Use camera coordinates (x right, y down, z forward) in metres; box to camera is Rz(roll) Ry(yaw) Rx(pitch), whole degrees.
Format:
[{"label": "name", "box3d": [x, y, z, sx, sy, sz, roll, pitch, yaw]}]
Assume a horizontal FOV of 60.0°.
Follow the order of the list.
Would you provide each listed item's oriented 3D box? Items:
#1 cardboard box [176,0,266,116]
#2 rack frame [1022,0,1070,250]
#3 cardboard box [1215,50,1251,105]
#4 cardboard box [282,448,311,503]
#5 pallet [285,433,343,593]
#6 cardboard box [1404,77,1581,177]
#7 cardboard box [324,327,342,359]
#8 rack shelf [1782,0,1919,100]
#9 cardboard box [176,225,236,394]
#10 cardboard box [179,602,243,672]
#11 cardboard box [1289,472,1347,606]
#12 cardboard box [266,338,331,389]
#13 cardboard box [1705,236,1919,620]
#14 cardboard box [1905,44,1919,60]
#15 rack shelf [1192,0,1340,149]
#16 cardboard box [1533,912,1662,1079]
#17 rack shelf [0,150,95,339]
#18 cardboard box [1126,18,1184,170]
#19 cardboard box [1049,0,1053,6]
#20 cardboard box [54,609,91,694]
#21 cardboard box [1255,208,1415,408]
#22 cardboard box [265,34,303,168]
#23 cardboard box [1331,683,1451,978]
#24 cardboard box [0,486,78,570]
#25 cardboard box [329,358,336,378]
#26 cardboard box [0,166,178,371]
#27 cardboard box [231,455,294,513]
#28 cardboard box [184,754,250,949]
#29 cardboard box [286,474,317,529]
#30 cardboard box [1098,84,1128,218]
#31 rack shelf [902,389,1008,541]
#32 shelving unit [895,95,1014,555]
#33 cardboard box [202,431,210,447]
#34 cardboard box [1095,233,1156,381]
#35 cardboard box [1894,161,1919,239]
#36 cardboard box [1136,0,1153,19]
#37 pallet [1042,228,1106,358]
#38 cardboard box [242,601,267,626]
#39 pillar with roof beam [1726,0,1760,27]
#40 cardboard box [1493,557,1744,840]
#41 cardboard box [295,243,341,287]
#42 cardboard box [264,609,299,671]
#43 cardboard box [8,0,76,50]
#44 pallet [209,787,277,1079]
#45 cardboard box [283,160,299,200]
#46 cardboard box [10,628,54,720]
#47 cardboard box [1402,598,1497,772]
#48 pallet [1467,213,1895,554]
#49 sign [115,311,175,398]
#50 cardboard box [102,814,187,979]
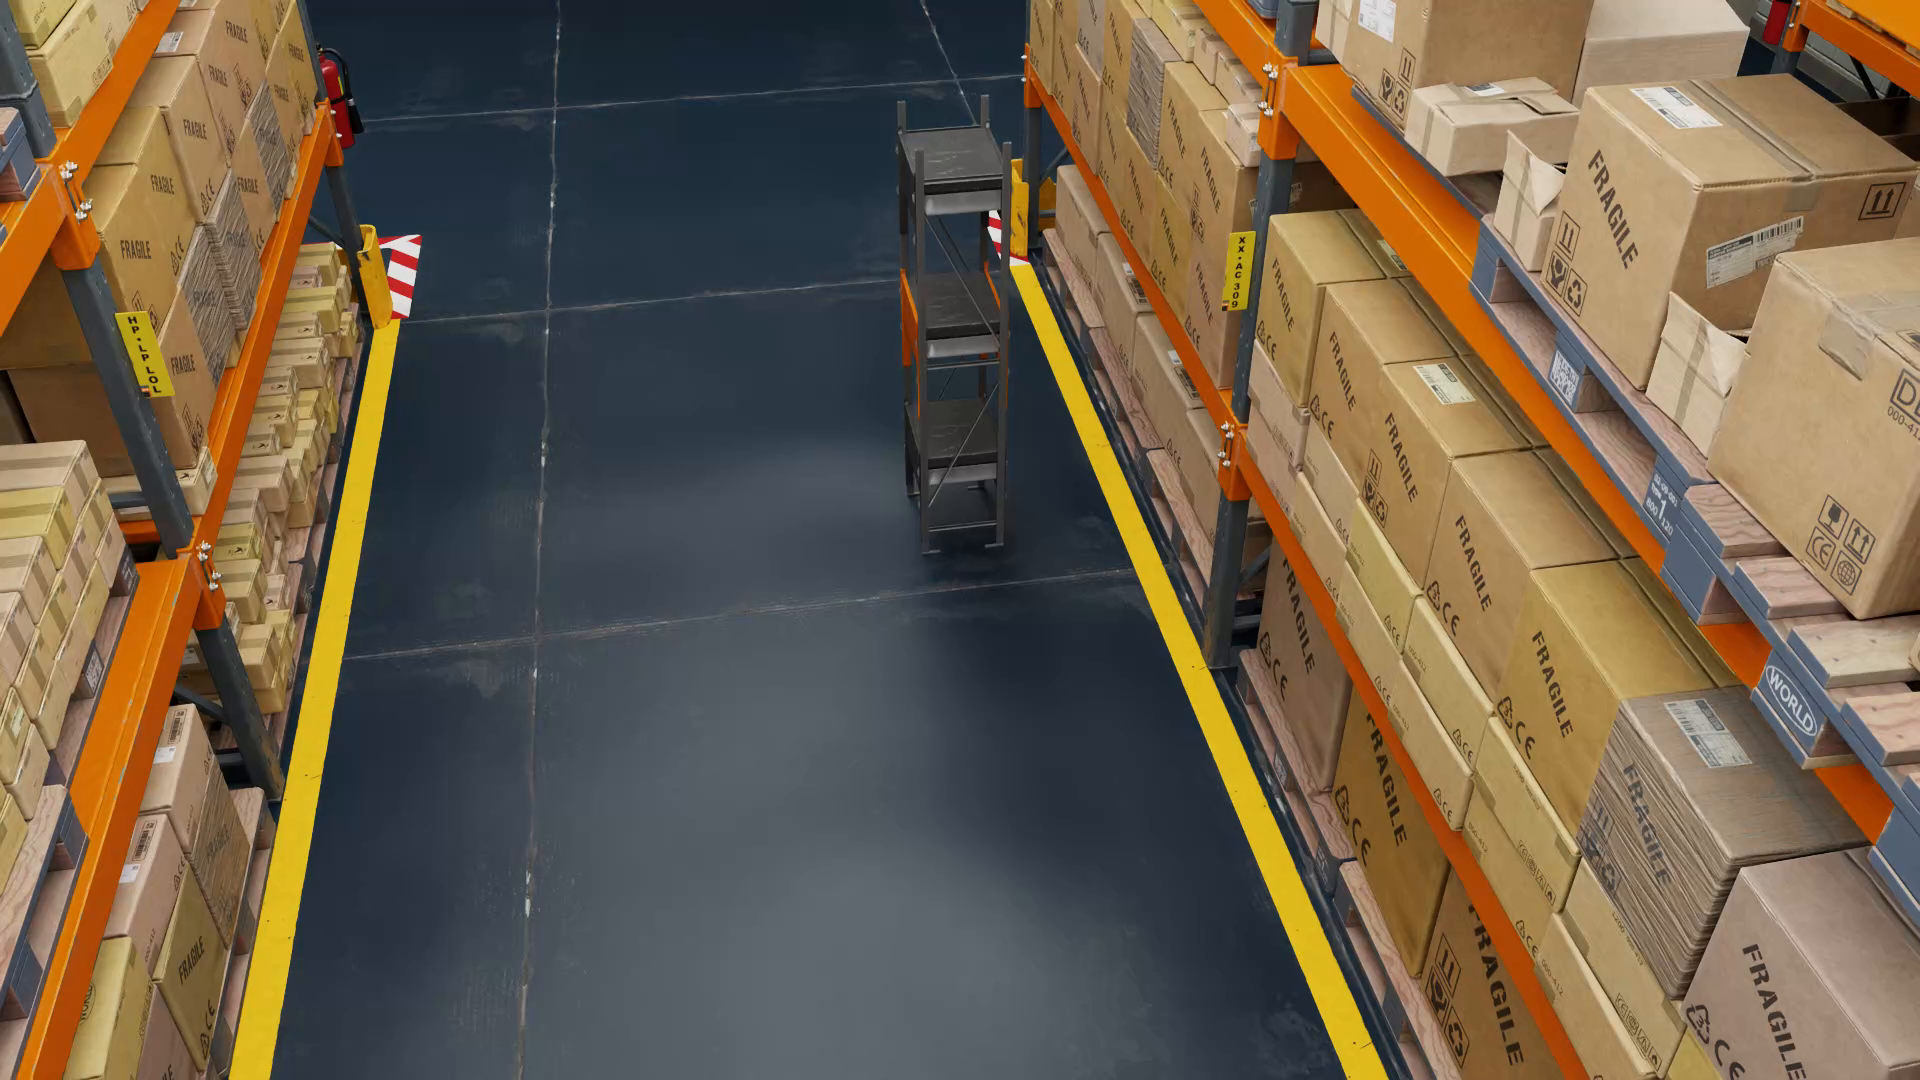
[{"label": "cardboard box", "box3d": [-3.454, -2.197, 7.395, 0.500, 0.500, 0.500, -4, 38, -6]}, {"label": "rack frame", "box3d": [0.887, -3.108, 9.705, 1.000, 3.000, 0.127, -6, 38, -8]}, {"label": "cardboard box", "box3d": [1.248, -1.857, 6.670, 0.380, 0.149, 0.250, -6, 38, -8]}, {"label": "cardboard box", "box3d": [-3.278, -0.287, 7.813, 0.380, 0.149, 0.250, -7, 38, -8]}, {"label": "pallet", "box3d": [-3.637, -0.138, 8.155, 1.003, 0.211, 1.213, -6, 38, -8]}, {"label": "cardboard box", "box3d": [1.466, -1.148, 4.586, 0.380, 0.166, 0.250, -9, 39, -11]}, {"label": "cardboard box", "box3d": [-3.502, -1.070, 8.821, 0.380, 0.149, 0.250, -8, 39, -10]}, {"label": "rack shelf", "box3d": [6.124, -2.152, 9.061, 1.077, 0.370, 4.000, -6, 38, -8]}, {"label": "cardboard box", "box3d": [-3.200, -0.880, 6.513, 0.500, 0.500, 0.500, -6, 38, -8]}, {"label": "cardboard box", "box3d": [-3.124, 0.396, 6.691, 0.380, 0.149, 0.250, -5, 38, -6]}, {"label": "cardboard box", "box3d": [1.498, -0.026, 5.861, 0.500, 0.250, 0.500, -7, 38, -9]}, {"label": "cardboard box", "box3d": [-3.383, -0.877, 8.330, 0.380, 0.149, 0.250, -5, 38, -6]}, {"label": "cardboard box", "box3d": [1.929, -0.243, 3.149, 0.700, 0.500, 0.500, -8, 39, -10]}, {"label": "cardboard box", "box3d": [5.715, -2.854, 9.583, 0.380, 0.149, 0.250, -5, 38, -7]}, {"label": "rack shelf", "box3d": [1.238, -2.800, 7.451, 1.077, 0.370, 4.000, -6, 38, -8]}, {"label": "cardboard box", "box3d": [1.841, 1.199, 4.284, 0.500, 0.250, 0.500, -6, 38, -7]}, {"label": "rack shelf", "box3d": [-2.916, 0.209, 3.577, 1.077, 0.370, 4.000, -6, 38, -8]}, {"label": "cardboard box", "box3d": [1.055, -1.995, 7.377, 0.500, 0.500, 0.500, -6, 38, -7]}, {"label": "cardboard box", "box3d": [0.691, -3.222, 8.955, 0.500, 0.500, 0.500, -7, 38, -9]}, {"label": "cardboard box", "box3d": [-2.915, 0.361, 5.103, 0.380, 0.149, 0.250, -6, 38, -8]}, {"label": "cardboard box", "box3d": [1.383, -0.830, 5.876, 0.500, 0.500, 0.500, -6, 38, -7]}, {"label": "cardboard box", "box3d": [-3.551, -2.116, 8.105, 0.500, 0.500, 0.500, -7, 38, -9]}, {"label": "cardboard box", "box3d": [1.942, 0.892, 5.946, 0.875, 0.875, 0.875, -5, 38, -7]}, {"label": "cardboard box", "box3d": [-2.957, -0.016, 5.103, 0.380, 0.149, 0.250, -7, 38, -9]}, {"label": "cardboard box", "box3d": [-3.564, -0.946, 8.904, 0.380, 0.149, 0.250, -6, 38, -8]}, {"label": "cardboard box", "box3d": [-3.106, -0.949, 5.787, 0.500, 0.500, 0.500, -5, 38, -7]}, {"label": "cardboard box", "box3d": [-3.239, -0.242, 7.512, 0.380, 0.149, 0.250, -5, 38, -7]}, {"label": "cardboard box", "box3d": [-2.889, 1.143, 5.929, 0.500, 0.500, 0.500, -7, 38, -9]}, {"label": "cardboard box", "box3d": [-3.282, -0.172, 7.908, 0.380, 0.149, 0.250, -7, 38, -9]}, {"label": "cardboard box", "box3d": [0.981, -1.914, 8.087, 0.500, 0.500, 0.500, -5, 38, -6]}, {"label": "rack shelf", "box3d": [-0.029, -0.366, 8.072, 0.431, 0.518, 0.480, -6, 38, -8]}, {"label": "shelving unit", "box3d": [-0.029, -0.929, 7.634, 0.431, 2.100, 0.503, -6, 38, -8]}, {"label": "cardboard box", "box3d": [-3.113, -0.354, 6.365, 0.380, 0.149, 0.250, -5, 38, -7]}, {"label": "cardboard box", "box3d": [1.270, -1.322, 9.153, 0.875, 0.438, 0.875, -5, 38, -7]}, {"label": "cardboard box", "box3d": [5.899, -1.923, 9.875, 0.700, 0.500, 0.500, -5, 38, -6]}, {"label": "cardboard box", "box3d": [1.001, -2.460, 7.446, 0.380, 0.149, 0.250, -6, 38, -8]}, {"label": "pallet", "box3d": [1.105, -1.532, 9.950, 1.003, 0.211, 1.213, -6, 38, -8]}, {"label": "cardboard box", "box3d": [-3.148, 0.348, 6.997, 0.380, 0.149, 0.250, -6, 38, -8]}, {"label": "pillar with roof beam", "box3d": [1.950, -7.276, 10.180, 9.100, 9.000, 0.400, -6, 38, -8]}, {"label": "cardboard box", "box3d": [1.763, 0.396, 4.299, 0.500, 0.500, 0.500, -6, 38, -8]}, {"label": "cardboard box", "box3d": [-3.626, -1.497, 9.128, 0.380, 0.149, 0.250, -6, 38, -7]}, {"label": "cardboard box", "box3d": [-3.061, 0.446, 7.112, 0.380, 0.149, 0.250, -5, 38, -7]}, {"label": "cardboard box", "box3d": [-3.115, -1.738, 5.211, 0.500, 0.250, 0.500, -5, 38, -6]}, {"label": "pallet", "box3d": [-3.129, 1.473, 6.082, 1.003, 0.211, 1.213, -6, 38, -8]}, {"label": "cardboard box", "box3d": [-3.500, -1.793, 8.218, 0.380, 0.149, 0.250, -5, 38, -7]}, {"label": "cardboard box", "box3d": [-2.863, 0.410, 4.797, 0.380, 0.149, 0.250, -7, 38, -9]}, {"label": "cardboard box", "box3d": [1.660, 0.391, 4.917, 0.500, 0.250, 0.500, -7, 38, -9]}, {"label": "pallet", "box3d": [1.926, -0.444, 3.986, 1.003, 0.211, 1.213, -5, 38, -6]}, {"label": "sign", "box3d": [-2.721, -0.618, 5.556, 0.100, 0.325, 0.005, -6, 38, -8]}, {"label": "cardboard box", "box3d": [-2.811, 1.161, 5.294, 0.500, 0.250, 0.500, -5, 38, -6]}]
